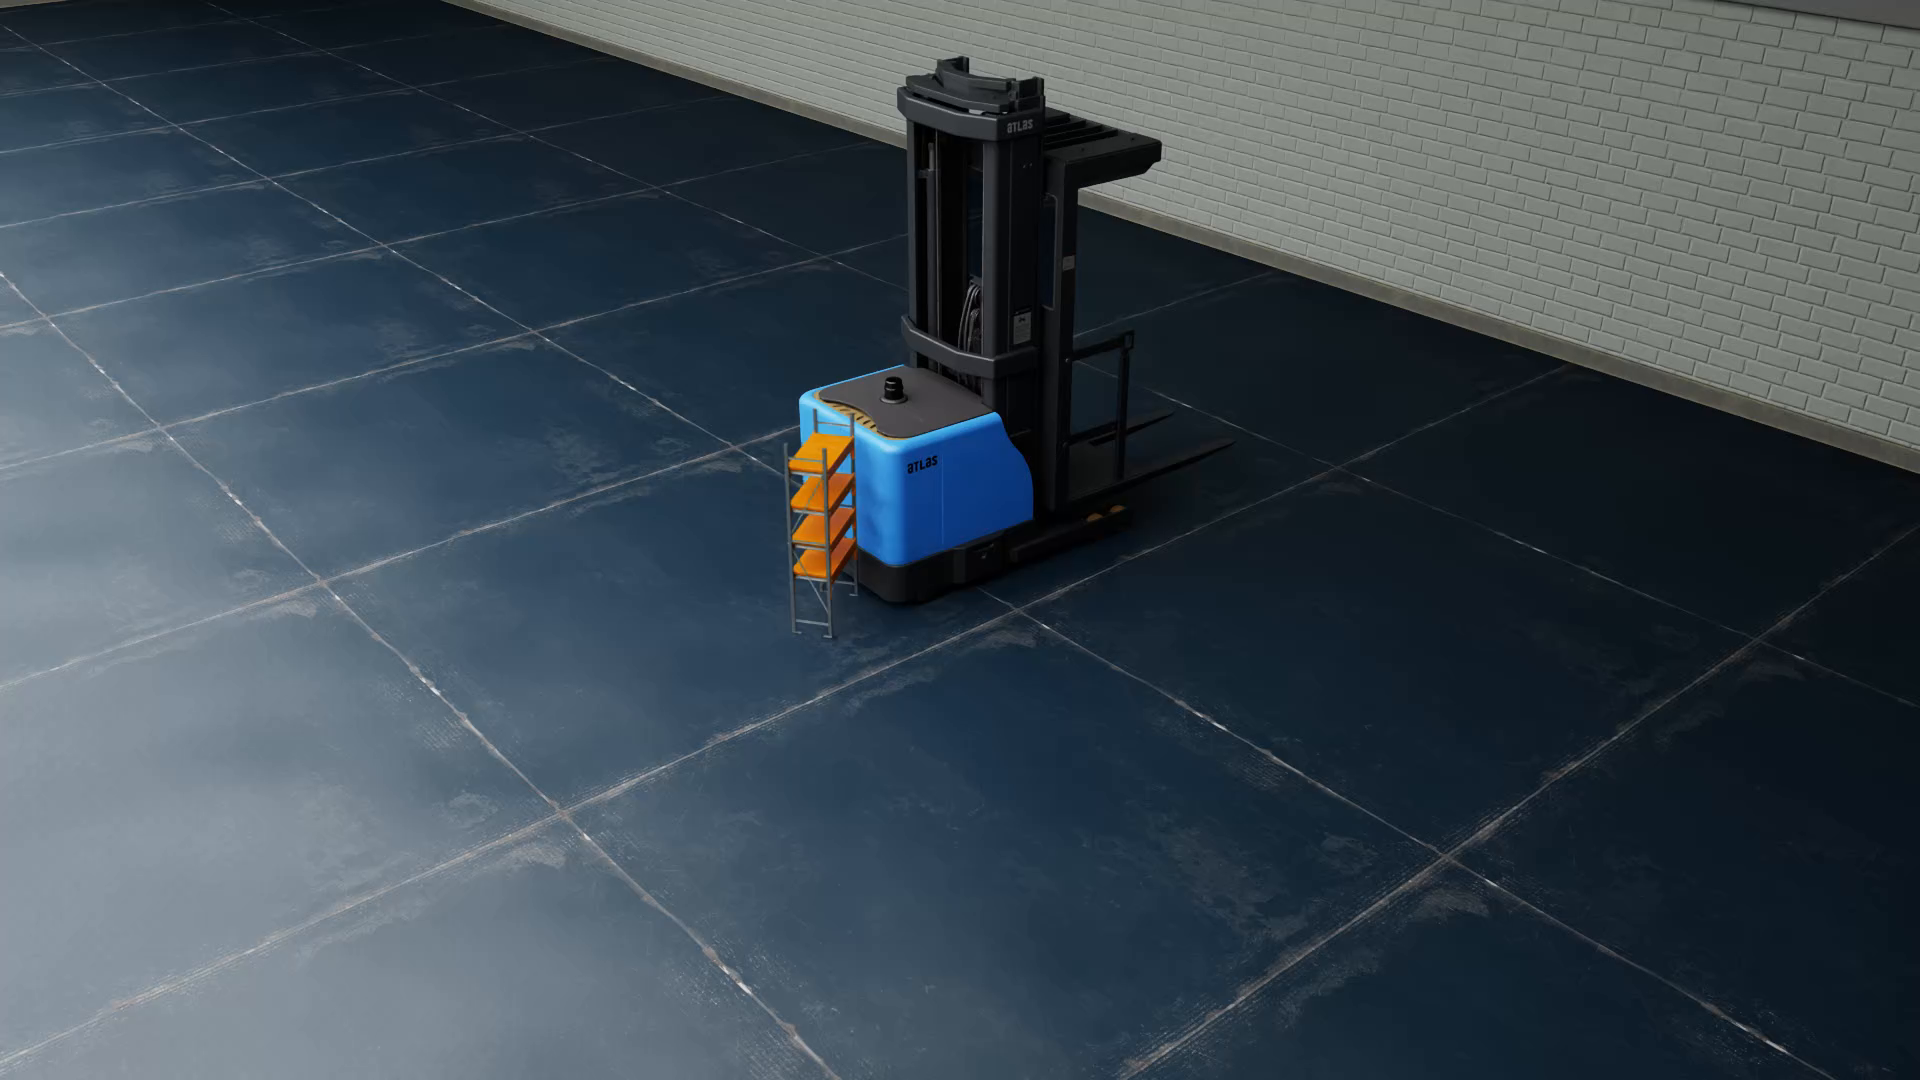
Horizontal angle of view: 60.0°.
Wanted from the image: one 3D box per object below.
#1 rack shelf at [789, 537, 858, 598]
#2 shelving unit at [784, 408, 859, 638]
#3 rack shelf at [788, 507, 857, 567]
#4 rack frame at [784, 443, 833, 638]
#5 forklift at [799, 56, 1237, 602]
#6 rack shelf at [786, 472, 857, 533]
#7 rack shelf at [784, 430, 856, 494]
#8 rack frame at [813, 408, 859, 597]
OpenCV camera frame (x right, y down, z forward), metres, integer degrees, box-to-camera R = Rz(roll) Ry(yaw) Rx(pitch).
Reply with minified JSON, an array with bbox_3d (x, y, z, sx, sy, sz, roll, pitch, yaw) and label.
[{"bbox_3d":[-0.785,0.141,9.633,0.258,0.148,0.480,7,29,12],"label":"rack shelf"},{"bbox_3d":[-0.783,-0.093,9.507,0.258,1.200,0.503,7,29,12],"label":"shelving unit"},{"bbox_3d":[-0.784,-0.034,9.539,0.258,0.148,0.480,7,29,12],"label":"rack shelf"},{"bbox_3d":[-0.844,0.019,9.299,0.240,1.200,0.015,7,29,12],"label":"rack frame"},{"bbox_3d":[0.497,-1.472,10.253,3.031,2.935,1.130,-20,34,-32],"label":"forklift"},{"bbox_3d":[-0.782,-0.231,9.433,0.258,0.148,0.480,7,29,12],"label":"rack shelf"},{"bbox_3d":[-0.780,-0.439,9.321,0.258,0.148,0.480,7,29,12],"label":"rack shelf"},{"bbox_3d":[-0.722,-0.204,9.715,0.240,1.200,0.015,7,29,12],"label":"rack frame"}]
